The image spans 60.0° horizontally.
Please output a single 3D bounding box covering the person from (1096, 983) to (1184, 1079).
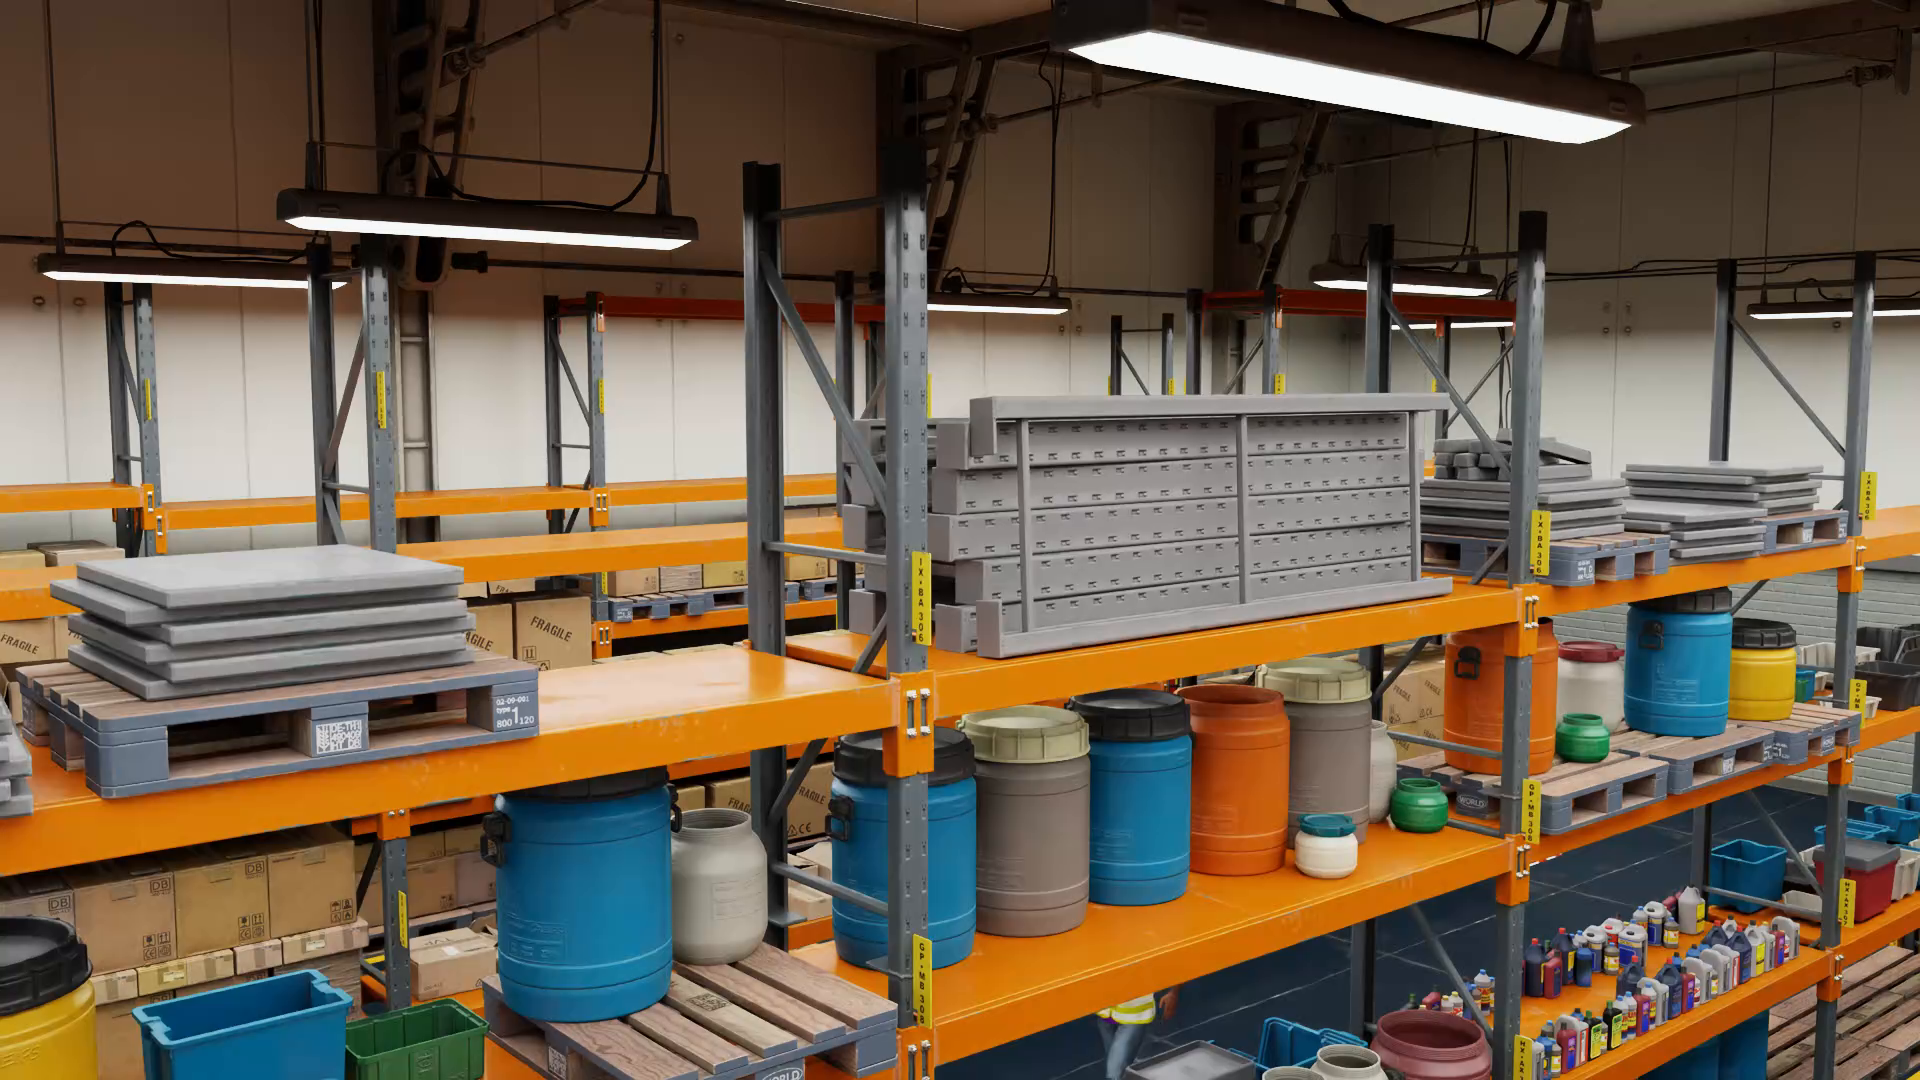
[{"bbox_3d":[1.113,3.230,11.177,0.729,1.828,0.886,5,7,42],"label":"person"}]
